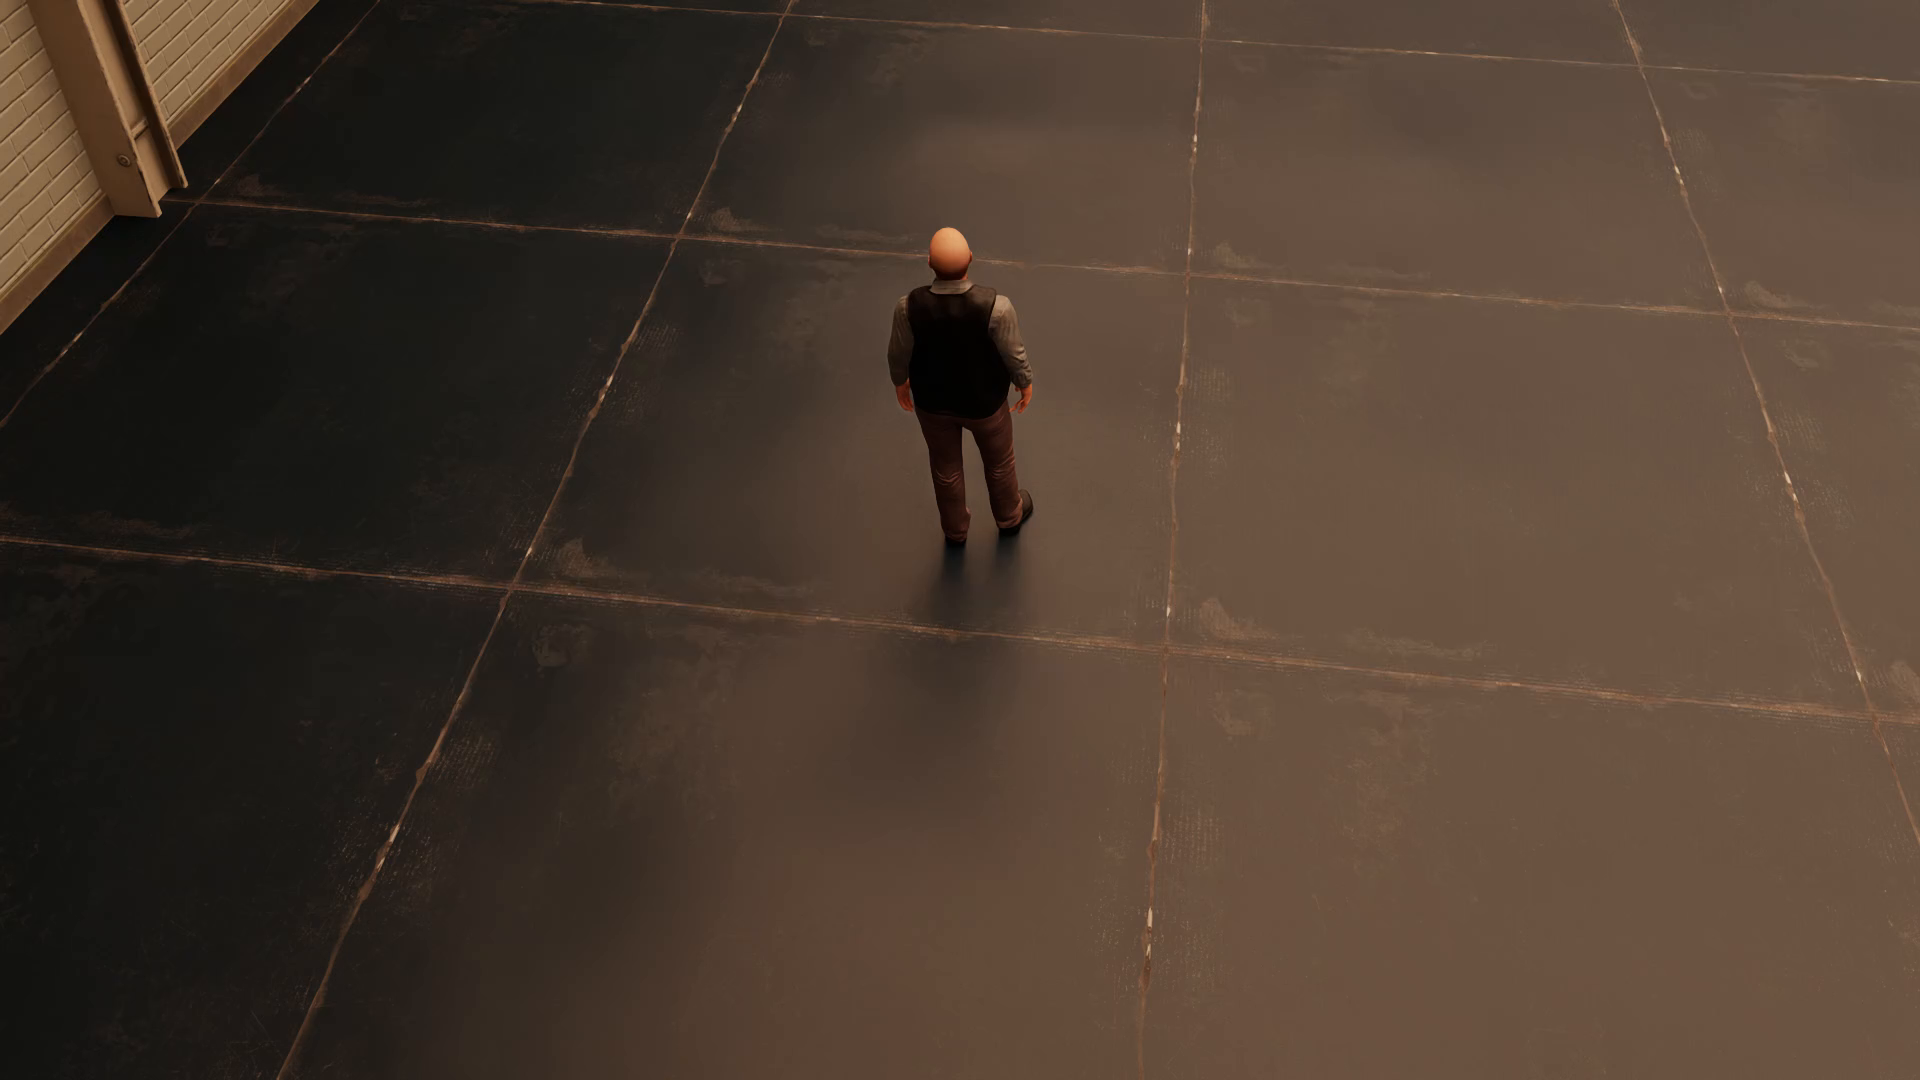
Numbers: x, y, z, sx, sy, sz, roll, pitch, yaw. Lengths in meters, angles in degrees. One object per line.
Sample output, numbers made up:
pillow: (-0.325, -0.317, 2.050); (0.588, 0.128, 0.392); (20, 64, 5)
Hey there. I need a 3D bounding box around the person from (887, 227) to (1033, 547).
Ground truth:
person: (0.016, -0.680, 7.348); (0.632, 1.720, 0.568); (5, 43, 6)
